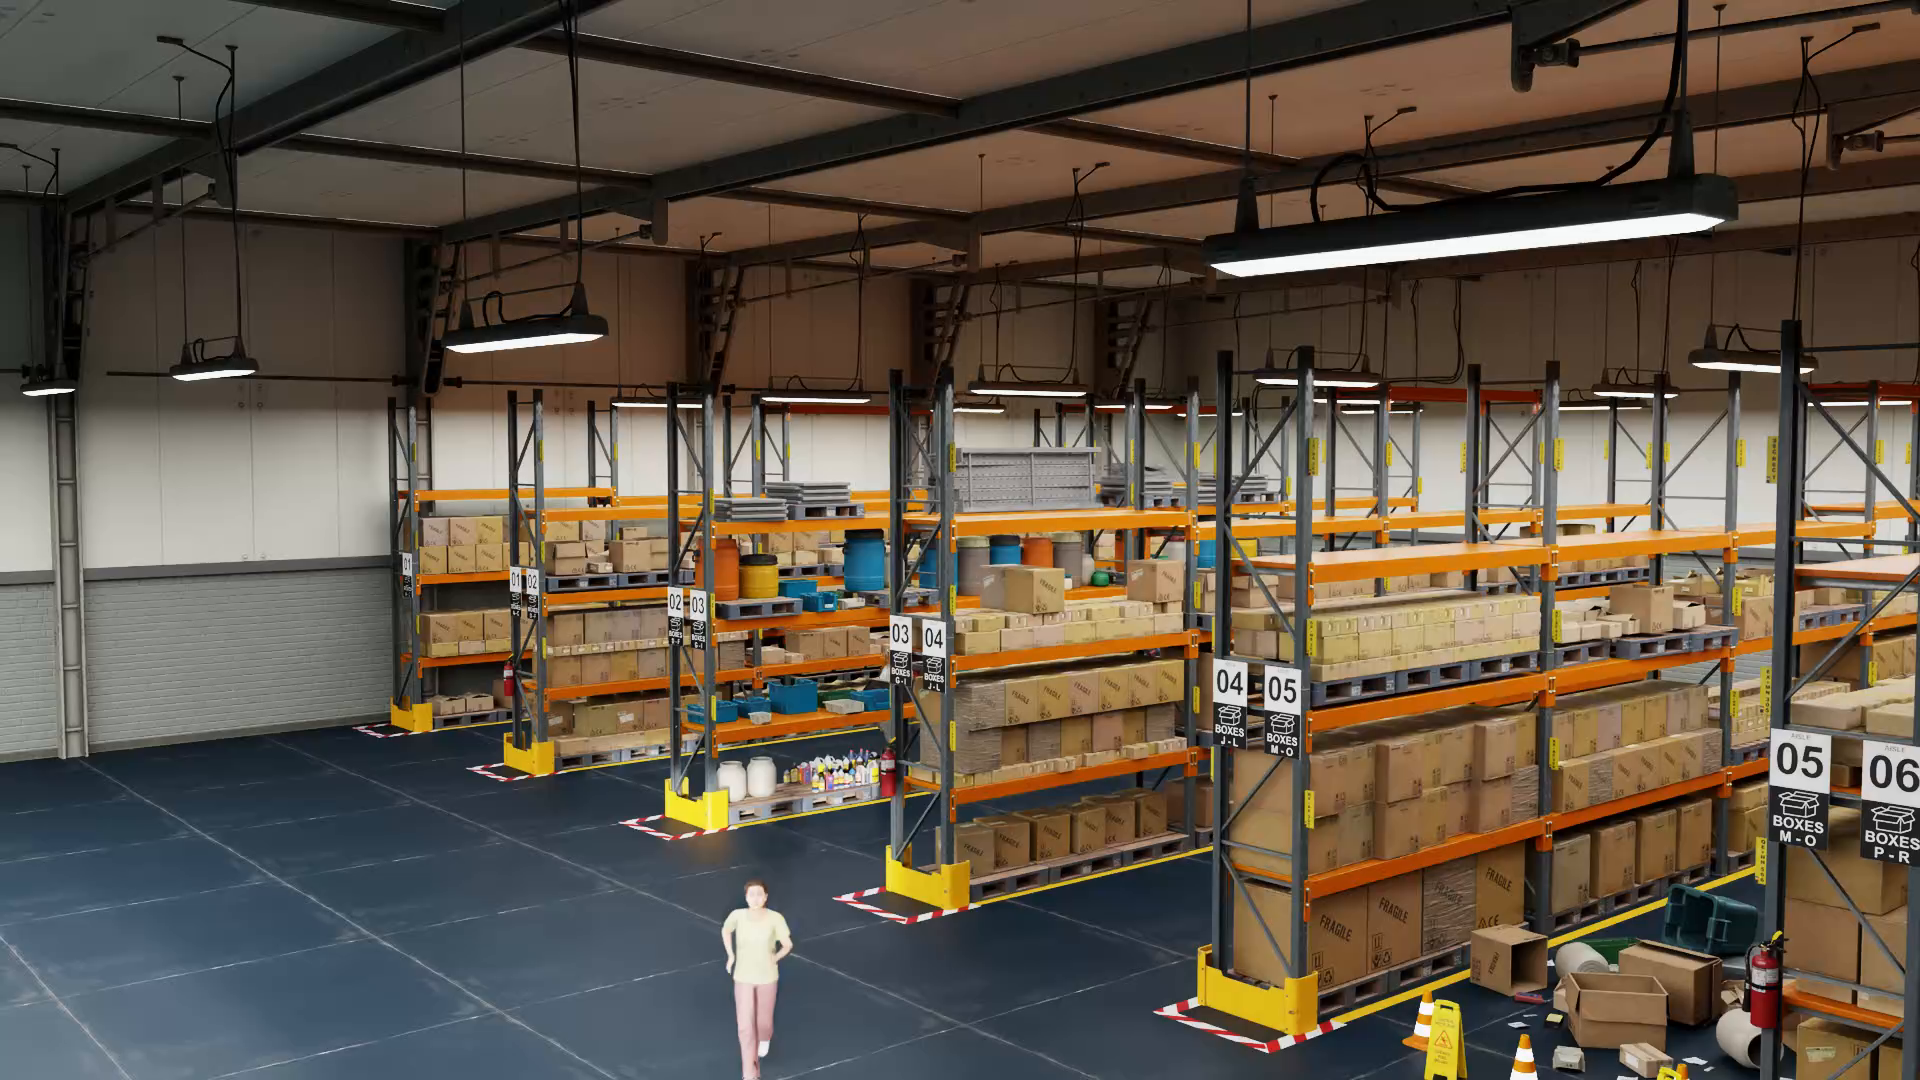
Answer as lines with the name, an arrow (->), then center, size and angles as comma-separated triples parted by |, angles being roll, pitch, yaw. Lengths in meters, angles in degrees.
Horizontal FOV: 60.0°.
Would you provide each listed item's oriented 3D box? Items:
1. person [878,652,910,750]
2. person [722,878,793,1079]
person -> -1.141, 2.667, 27.730 | 0.613, 1.637, 0.537 | 3, 5, 45
person -> -1.638, 3.548, 13.394 | 0.578, 1.676, 0.939 | 0, 3, -3
